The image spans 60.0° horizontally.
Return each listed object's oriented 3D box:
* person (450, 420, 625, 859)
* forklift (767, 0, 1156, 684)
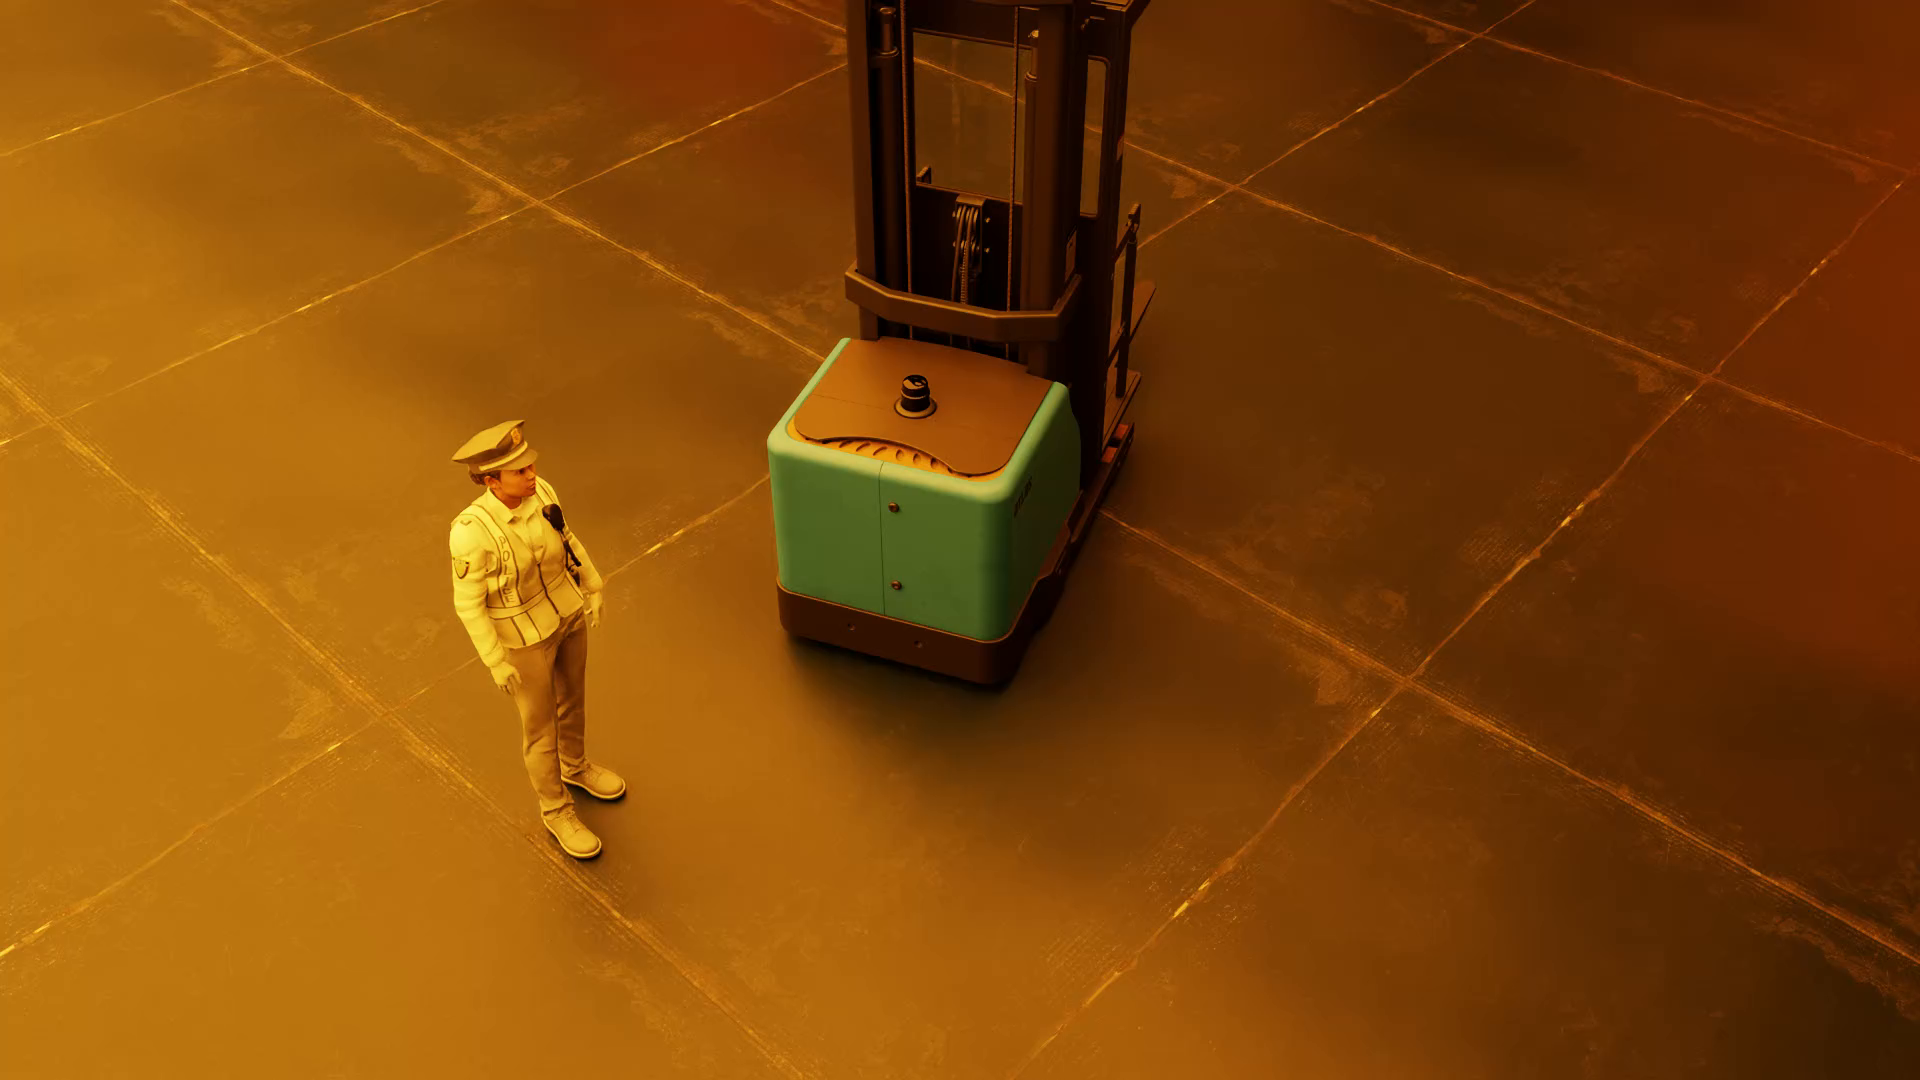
[{"bbox_3d":[-1.466,0.328,5.984,0.531,1.694,0.587,22,45,23],"label":"person"},{"bbox_3d":[0.211,-1.484,7.158,1.130,2.935,3.031,14,42,15],"label":"forklift"}]
